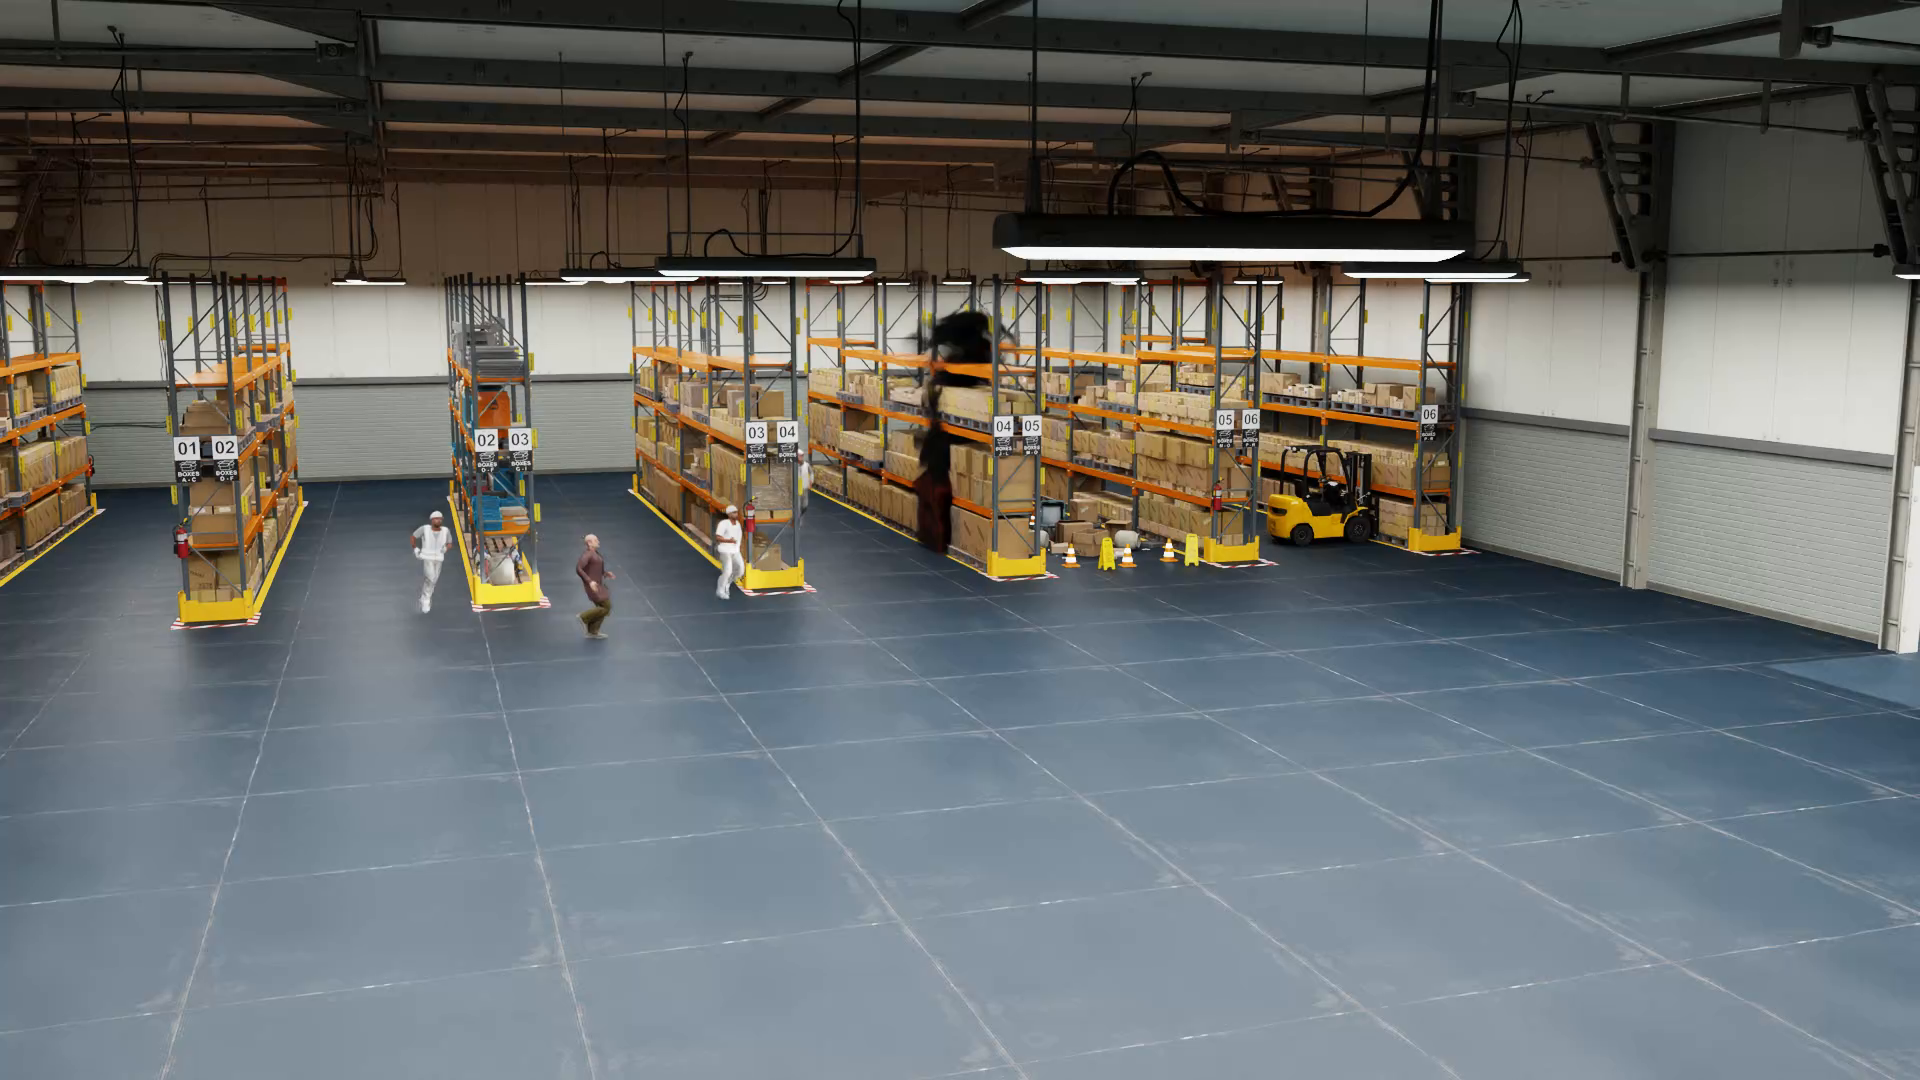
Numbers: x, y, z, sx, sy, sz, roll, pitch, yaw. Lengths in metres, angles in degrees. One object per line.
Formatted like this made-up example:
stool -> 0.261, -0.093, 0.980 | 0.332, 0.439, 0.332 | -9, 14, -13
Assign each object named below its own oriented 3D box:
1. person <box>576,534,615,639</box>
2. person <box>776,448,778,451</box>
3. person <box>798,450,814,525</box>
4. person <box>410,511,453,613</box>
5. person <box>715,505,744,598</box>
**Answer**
person -> -5.982, 0.768, 27.288 | 0.633, 1.733, 0.707 | 0, 9, 0
person -> -5.221, -2.517, 49.321 | 0.543, 1.652, 0.809 | -7, 11, -37
person -> -3.702, -1.219, 38.488 | 0.691, 1.740, 0.533 | -3, 9, -20
person -> -9.437, 0.371, 29.838 | 0.673, 1.787, 0.698 | -7, 11, -41
person -> -4.223, 0.213, 30.943 | 0.605, 1.717, 0.709 | 6, 11, 37
